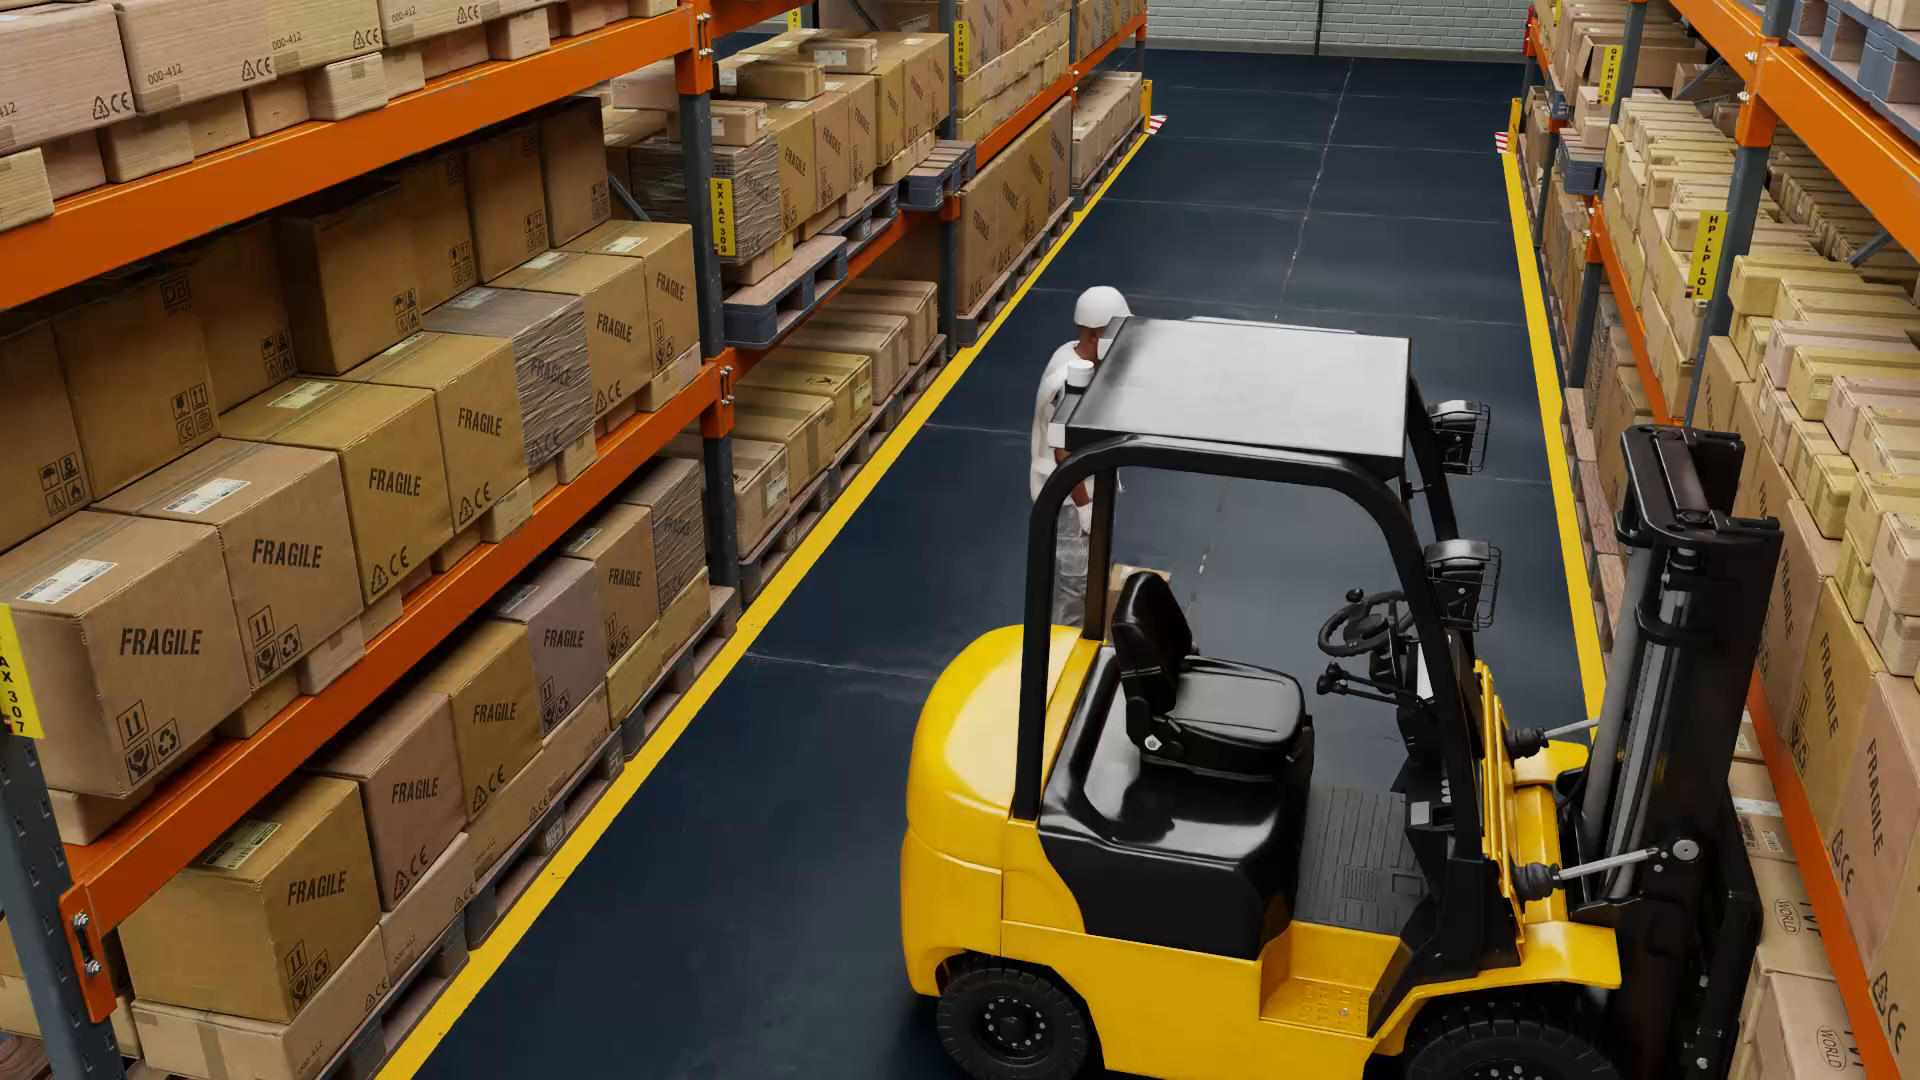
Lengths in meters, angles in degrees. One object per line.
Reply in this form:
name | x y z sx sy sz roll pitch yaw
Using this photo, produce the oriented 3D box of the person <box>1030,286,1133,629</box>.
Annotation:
person | 0.515 -0.202 7.021 0.426 1.778 0.584 5 26 12
